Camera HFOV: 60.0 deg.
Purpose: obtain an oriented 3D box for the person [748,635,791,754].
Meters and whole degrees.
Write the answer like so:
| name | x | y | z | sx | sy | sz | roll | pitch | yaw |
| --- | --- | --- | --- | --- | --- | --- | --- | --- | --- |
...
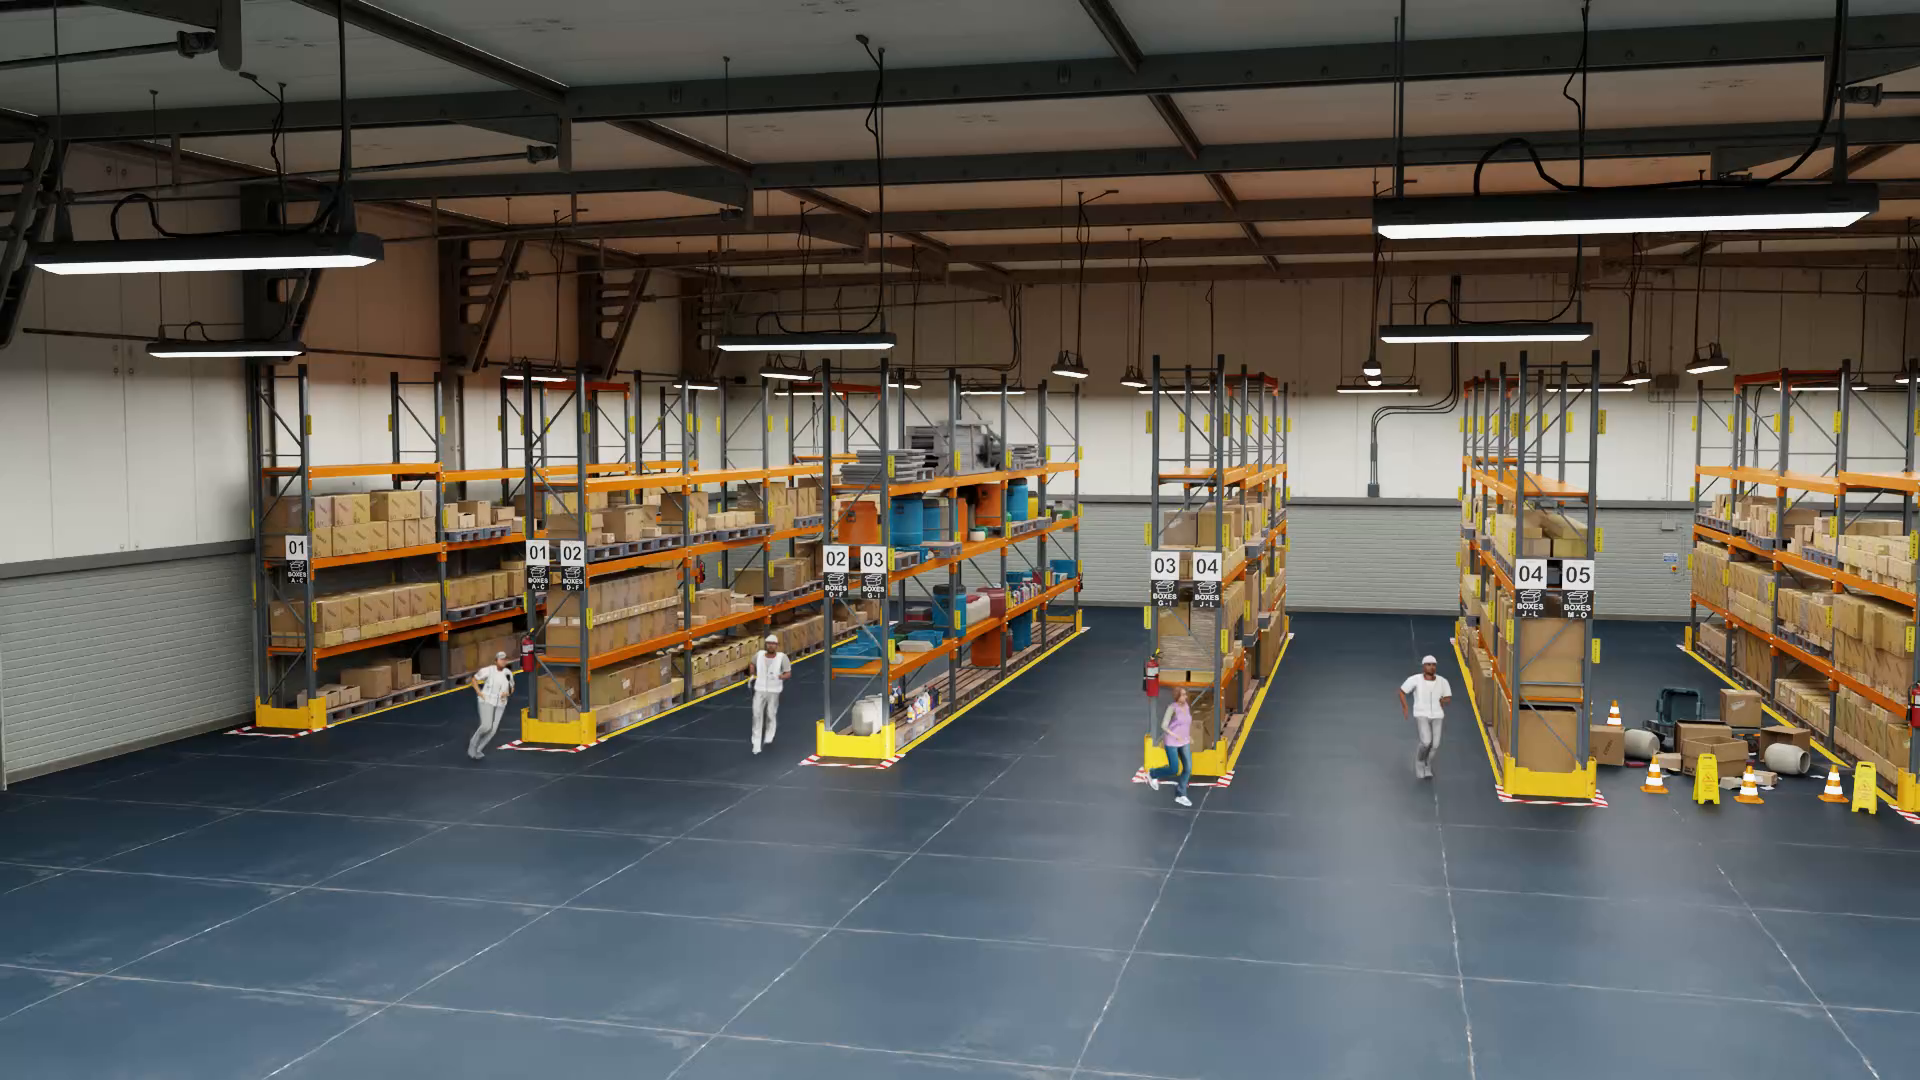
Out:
| name | x | y | z | sx | sy | sz | roll | pitch | yaw |
| --- | --- | --- | --- | --- | --- | --- | --- | --- | --- |
| person | -2.941 | 2.366 | 25.713 | 0.679 | 1.837 | 0.766 | 0 | 4 | 0 |

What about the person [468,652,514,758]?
| name | x | y | z | sx | sy | sz | roll | pitch | yaw |
| --- | --- | --- | --- | --- | --- | --- | --- | --- | --- |
| person | -7.037 | 2.473 | 25.020 | 0.684 | 1.588 | 0.555 | -3 | 5 | -41 |

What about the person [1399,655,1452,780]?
| name | x | y | z | sx | sy | sz | roll | pitch | yaw |
| --- | --- | --- | --- | --- | --- | --- | --- | --- | --- |
| person | 6.617 | 2.510 | 23.498 | 0.678 | 1.746 | 0.638 | 0 | 4 | -2 |

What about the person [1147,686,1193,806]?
| name | x | y | z | sx | sy | sz | roll | pitch | yaw |
| --- | --- | --- | --- | --- | --- | --- | --- | --- | --- |
| person | 2.829 | 2.707 | 22.087 | 0.526 | 1.574 | 0.756 | -3 | 5 | -39 |
